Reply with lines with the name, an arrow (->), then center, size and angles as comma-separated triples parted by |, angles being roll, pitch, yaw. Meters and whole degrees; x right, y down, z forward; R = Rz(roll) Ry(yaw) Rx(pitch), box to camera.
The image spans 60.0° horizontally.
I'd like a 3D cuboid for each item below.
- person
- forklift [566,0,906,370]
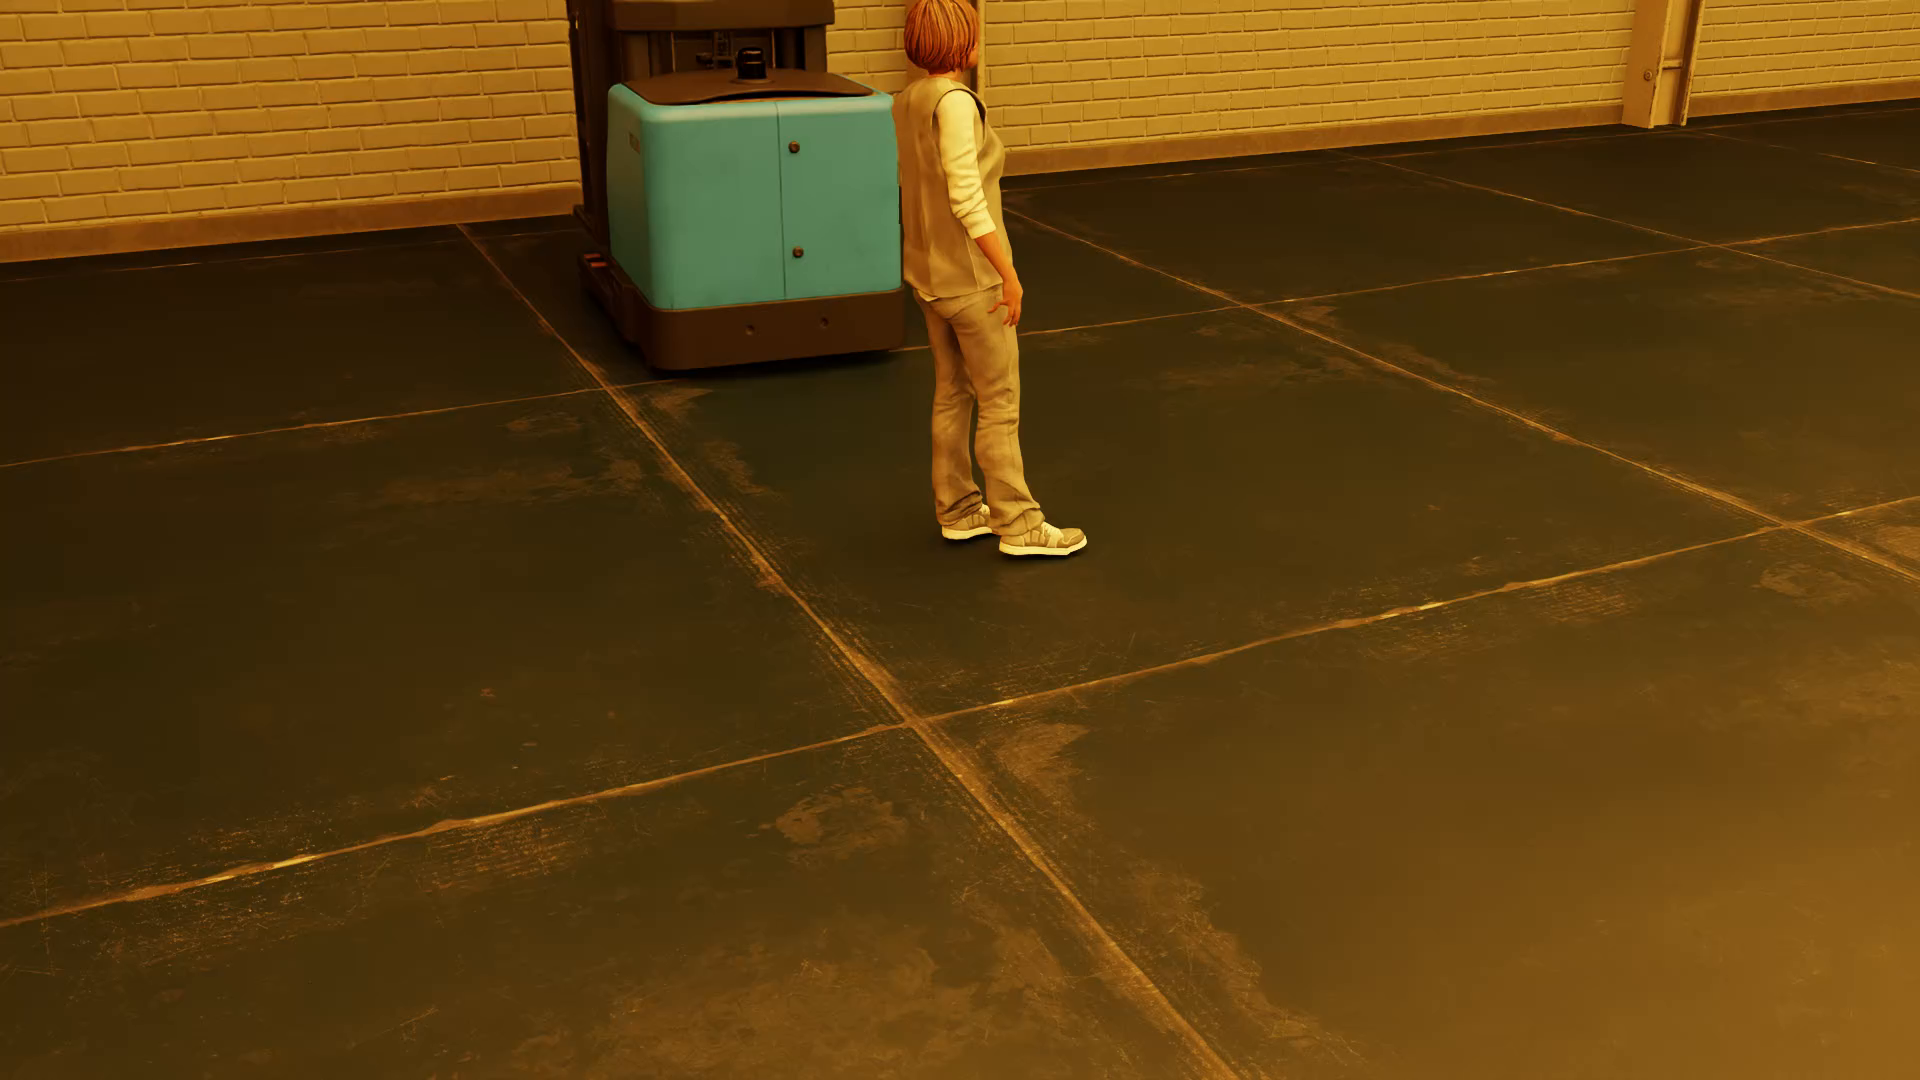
person -> 0.072, -0.751, 4.815 | 0.475, 1.596, 0.521 | -10, 25, -23
forklift -> -1.213, -2.555, 7.435 | 1.130, 2.935, 3.031 | -8, 24, -19
